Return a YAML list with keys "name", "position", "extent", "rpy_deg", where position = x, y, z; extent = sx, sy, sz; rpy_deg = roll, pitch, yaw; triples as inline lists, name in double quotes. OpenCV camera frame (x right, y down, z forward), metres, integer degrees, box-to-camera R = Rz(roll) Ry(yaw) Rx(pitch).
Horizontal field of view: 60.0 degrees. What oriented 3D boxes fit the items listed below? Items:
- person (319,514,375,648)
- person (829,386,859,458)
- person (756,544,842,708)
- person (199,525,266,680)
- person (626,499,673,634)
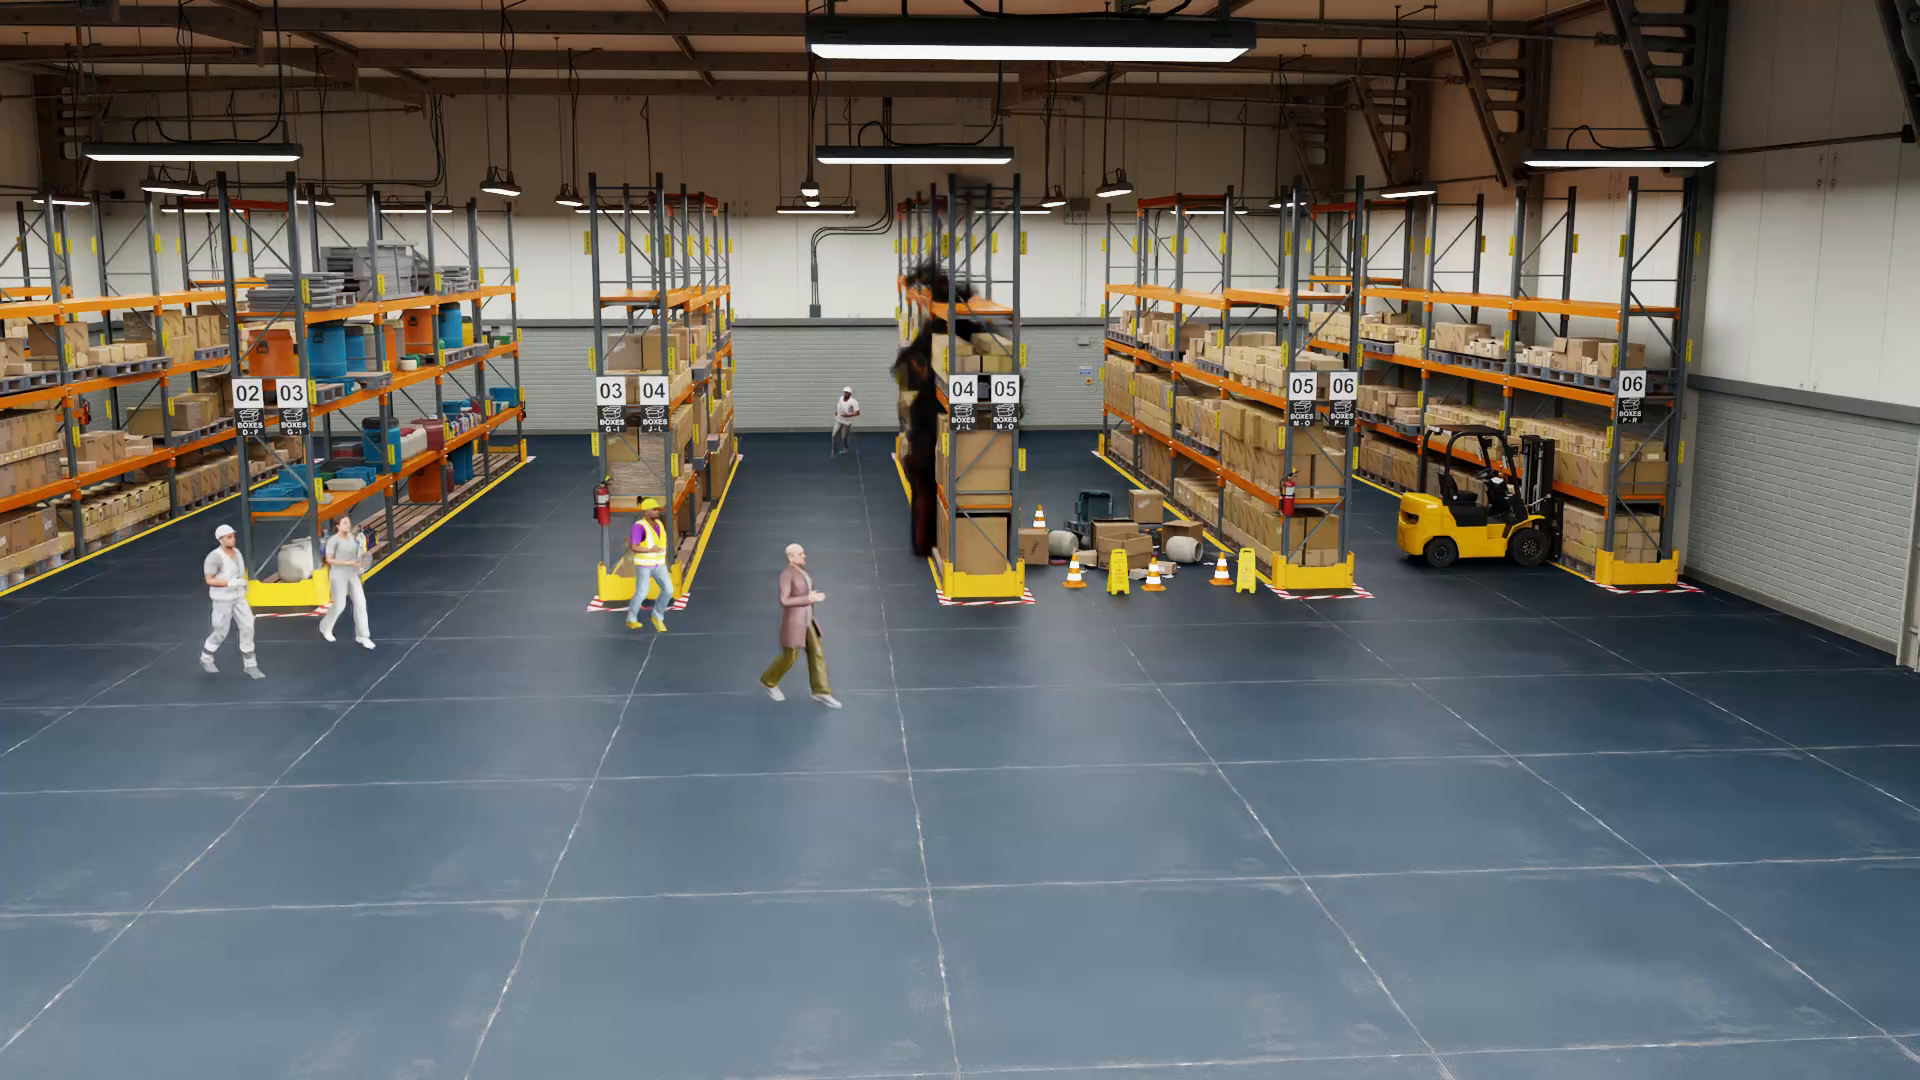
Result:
- name: "person"
  position: [-7.787, 0.510, 21.015]
  extent: [0.822, 1.711, 0.583]
  rpy_deg: [5, 11, 26]
- name: "person"
  position: [-2.690, -2.787, 39.811]
  extent: [0.787, 1.810, 0.718]
  rpy_deg: [6, 12, 30]
- name: "person"
  position: [-1.786, 0.933, 18.173]
  extent: [0.986, 1.808, 0.701]
  rpy_deg: [4, 11, 24]
- name: "person"
  position: [-8.559, 0.728, 19.437]
  extent: [0.817, 1.844, 0.683]
  rpy_deg: [4, 11, 20]
- name: "person"
  position: [-4.029, 0.348, 21.733]
  extent: [0.763, 1.785, 0.681]
  rpy_deg: [9, 13, 41]
